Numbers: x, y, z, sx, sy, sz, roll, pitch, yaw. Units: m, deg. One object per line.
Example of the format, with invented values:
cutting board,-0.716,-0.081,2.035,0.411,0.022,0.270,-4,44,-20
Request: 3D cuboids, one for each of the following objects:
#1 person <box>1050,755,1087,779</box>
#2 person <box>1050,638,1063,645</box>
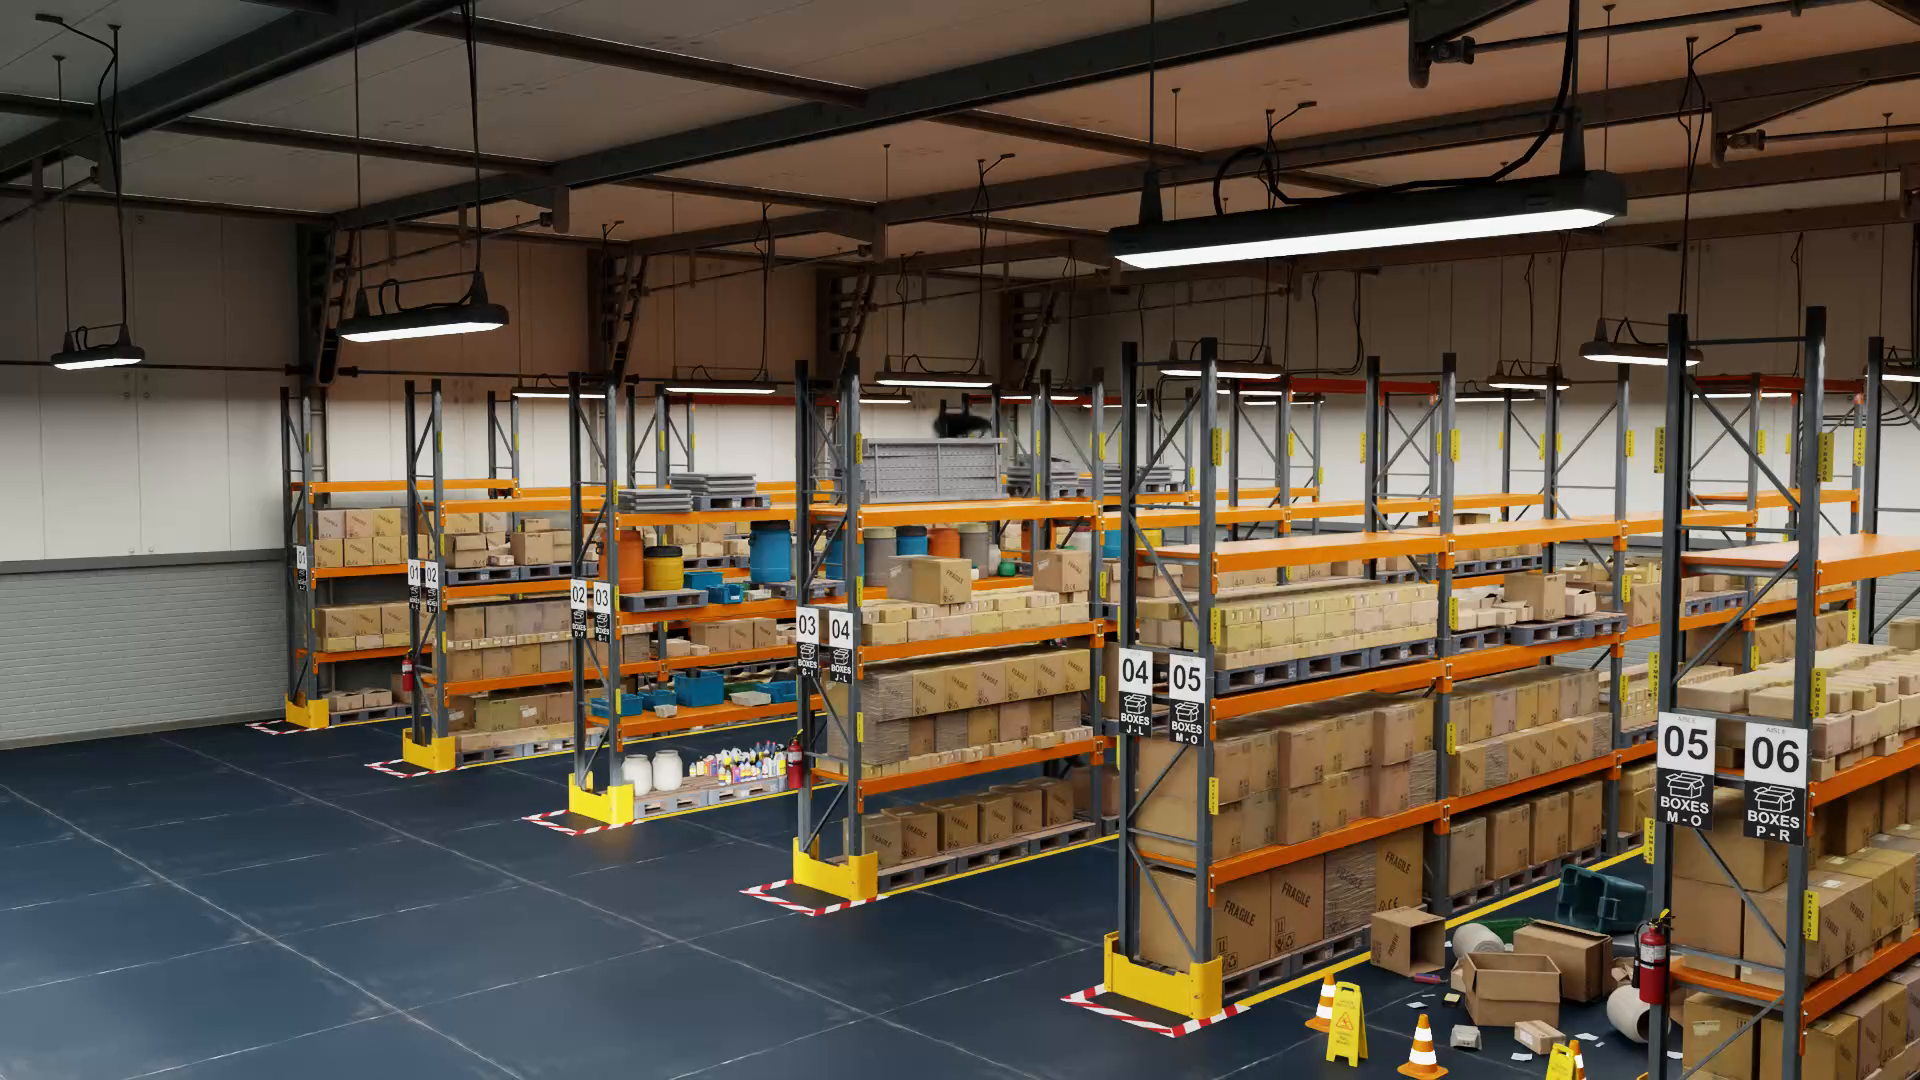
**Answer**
person,1.547,2.918,24.019,0.965,1.519,0.615,-3,5,-39
person,1.667,2.238,32.134,0.682,1.778,1.117,3,5,39
